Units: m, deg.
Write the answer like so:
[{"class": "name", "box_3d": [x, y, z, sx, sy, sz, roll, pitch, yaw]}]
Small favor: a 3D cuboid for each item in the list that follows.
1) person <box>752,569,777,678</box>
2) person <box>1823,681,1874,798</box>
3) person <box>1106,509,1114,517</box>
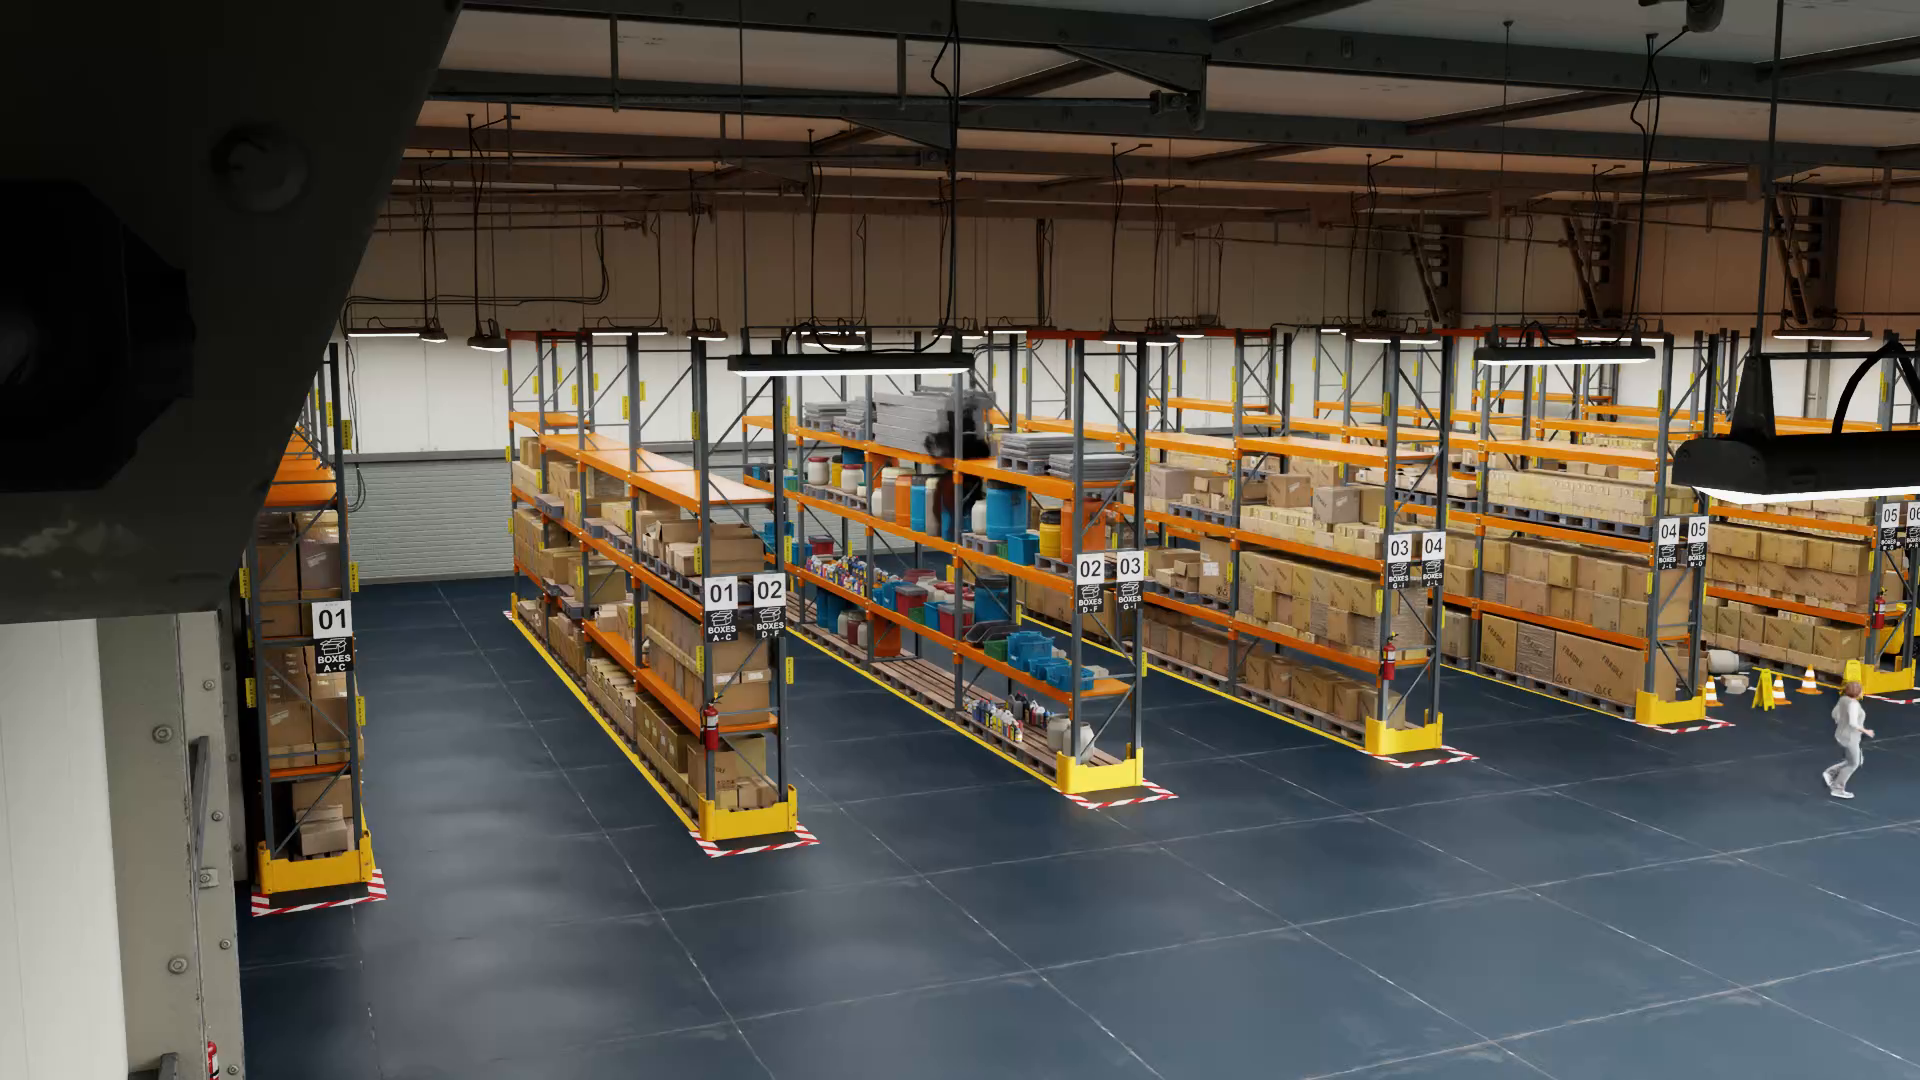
[{"class": "person", "box_3d": [-3.322, 1.395, 28.203, 0.692, 1.842, 0.836, -5, 9, -31]}, {"class": "person", "box_3d": [11.631, 2.612, 21.739, 0.532, 1.564, 0.543, 2, 8, 12]}, {"class": "person", "box_3d": [3.435, 0.101, 39.459, 0.741, 1.746, 0.831, -2, 8, -11]}]
